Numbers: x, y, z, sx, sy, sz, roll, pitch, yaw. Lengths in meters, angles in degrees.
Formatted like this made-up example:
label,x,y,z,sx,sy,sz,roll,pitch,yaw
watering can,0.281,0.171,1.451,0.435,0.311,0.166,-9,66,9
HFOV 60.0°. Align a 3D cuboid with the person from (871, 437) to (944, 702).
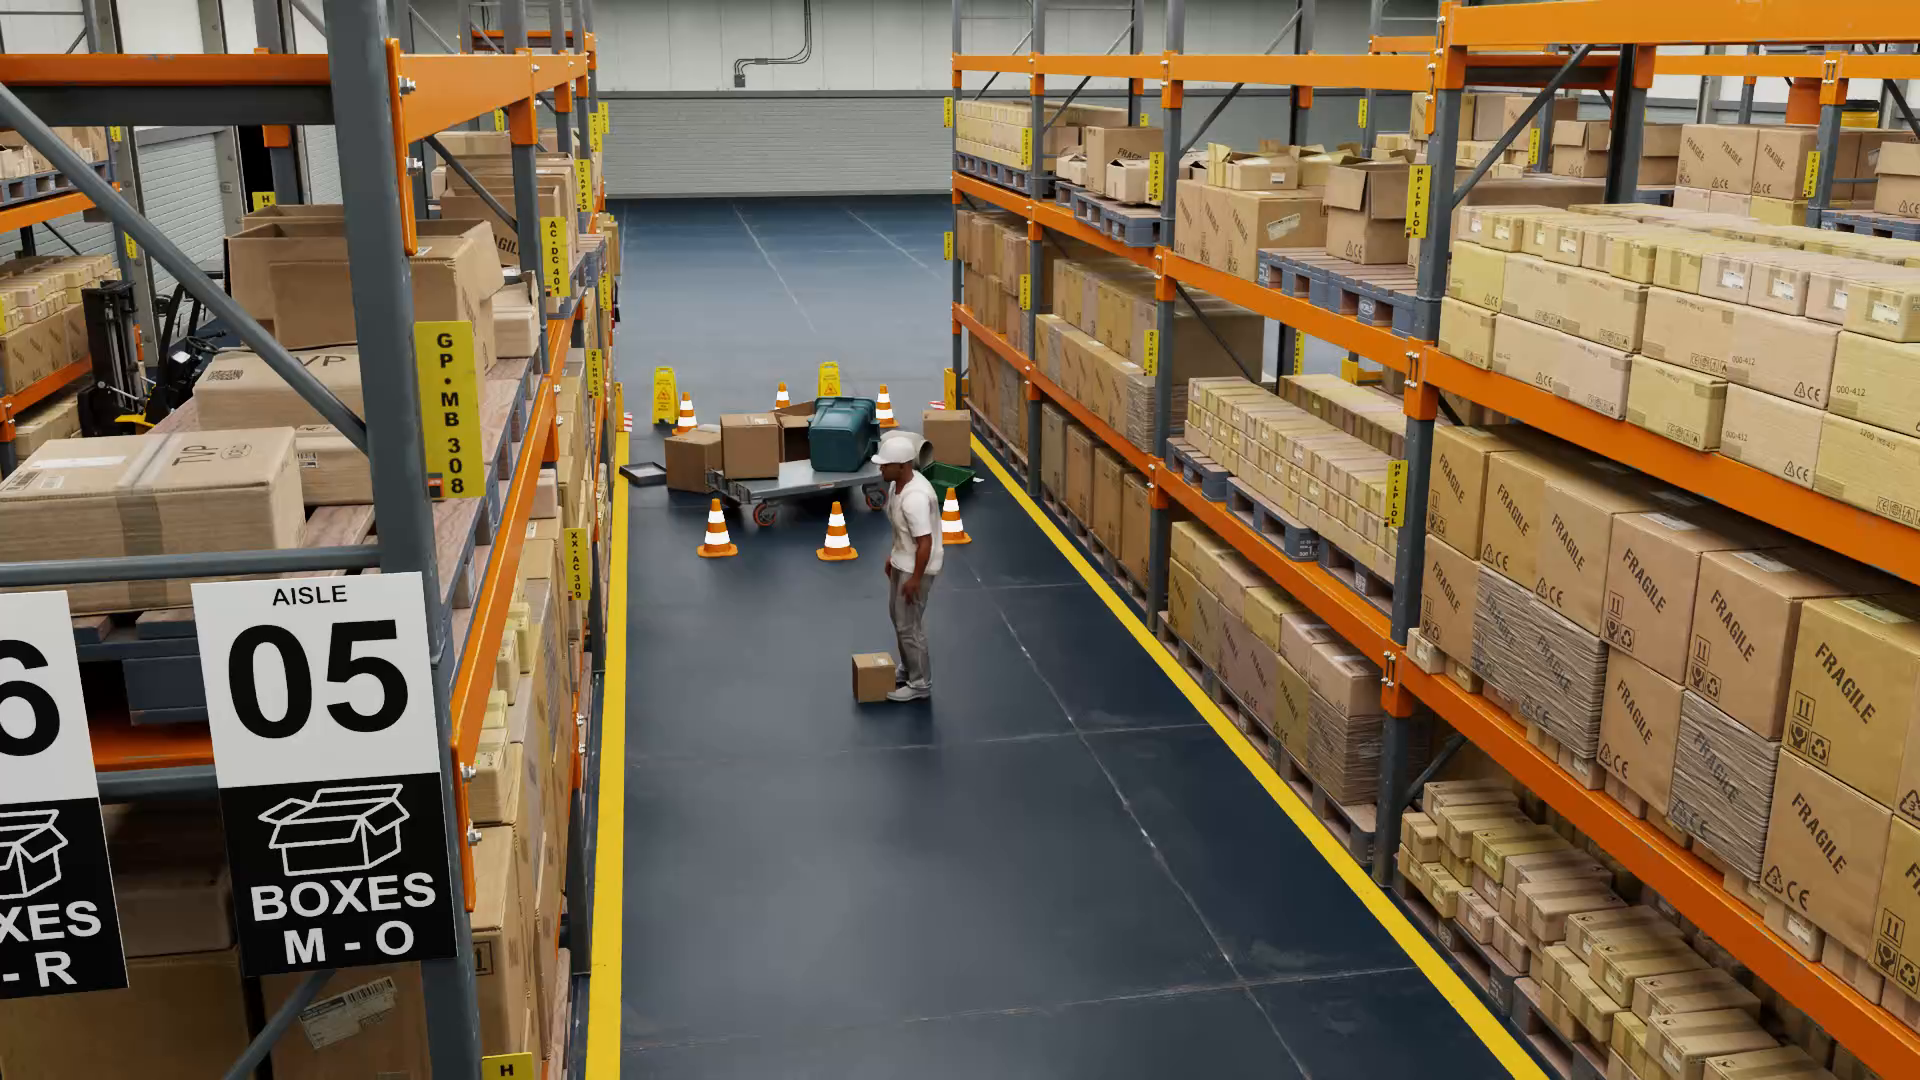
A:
label,x,y,z,sx,sy,sz,roll,pitch,yaw
person,-0.349,0.178,10.891,0.455,1.760,0.635,-4,17,-13
